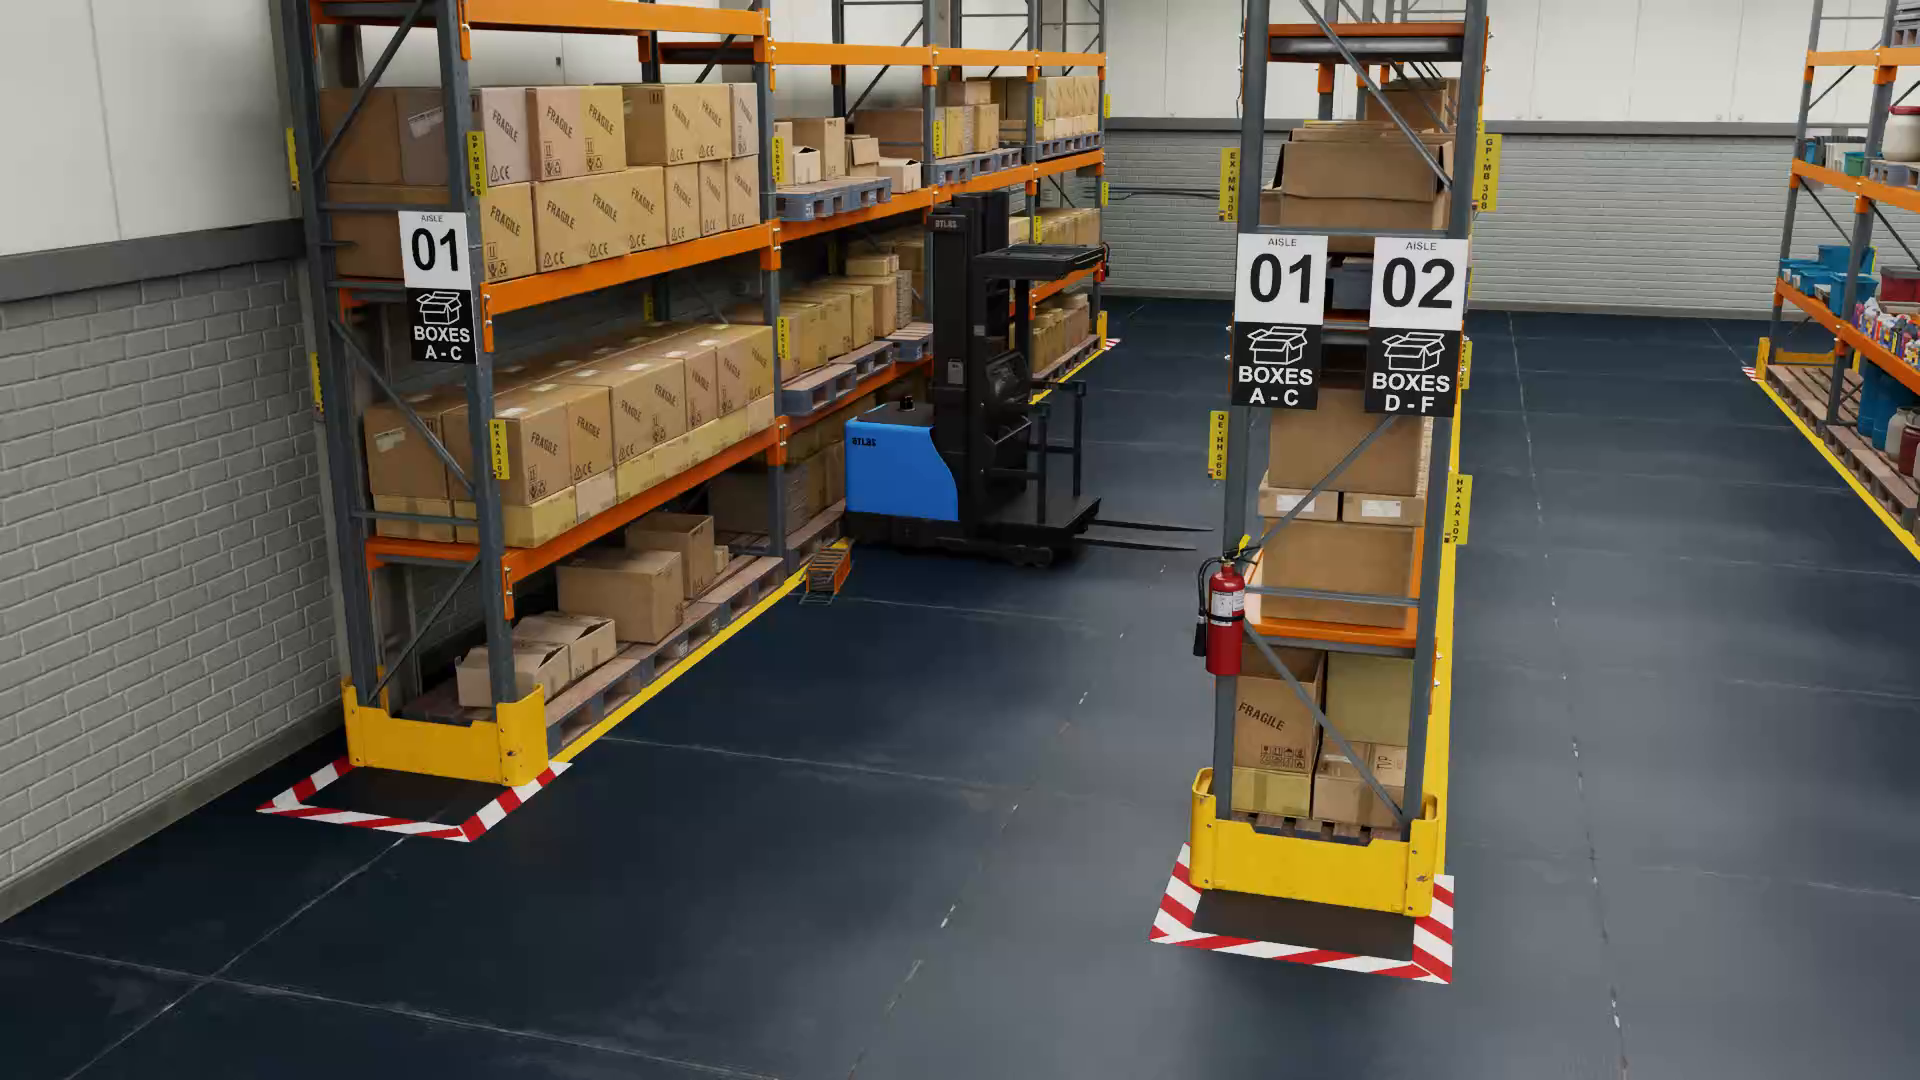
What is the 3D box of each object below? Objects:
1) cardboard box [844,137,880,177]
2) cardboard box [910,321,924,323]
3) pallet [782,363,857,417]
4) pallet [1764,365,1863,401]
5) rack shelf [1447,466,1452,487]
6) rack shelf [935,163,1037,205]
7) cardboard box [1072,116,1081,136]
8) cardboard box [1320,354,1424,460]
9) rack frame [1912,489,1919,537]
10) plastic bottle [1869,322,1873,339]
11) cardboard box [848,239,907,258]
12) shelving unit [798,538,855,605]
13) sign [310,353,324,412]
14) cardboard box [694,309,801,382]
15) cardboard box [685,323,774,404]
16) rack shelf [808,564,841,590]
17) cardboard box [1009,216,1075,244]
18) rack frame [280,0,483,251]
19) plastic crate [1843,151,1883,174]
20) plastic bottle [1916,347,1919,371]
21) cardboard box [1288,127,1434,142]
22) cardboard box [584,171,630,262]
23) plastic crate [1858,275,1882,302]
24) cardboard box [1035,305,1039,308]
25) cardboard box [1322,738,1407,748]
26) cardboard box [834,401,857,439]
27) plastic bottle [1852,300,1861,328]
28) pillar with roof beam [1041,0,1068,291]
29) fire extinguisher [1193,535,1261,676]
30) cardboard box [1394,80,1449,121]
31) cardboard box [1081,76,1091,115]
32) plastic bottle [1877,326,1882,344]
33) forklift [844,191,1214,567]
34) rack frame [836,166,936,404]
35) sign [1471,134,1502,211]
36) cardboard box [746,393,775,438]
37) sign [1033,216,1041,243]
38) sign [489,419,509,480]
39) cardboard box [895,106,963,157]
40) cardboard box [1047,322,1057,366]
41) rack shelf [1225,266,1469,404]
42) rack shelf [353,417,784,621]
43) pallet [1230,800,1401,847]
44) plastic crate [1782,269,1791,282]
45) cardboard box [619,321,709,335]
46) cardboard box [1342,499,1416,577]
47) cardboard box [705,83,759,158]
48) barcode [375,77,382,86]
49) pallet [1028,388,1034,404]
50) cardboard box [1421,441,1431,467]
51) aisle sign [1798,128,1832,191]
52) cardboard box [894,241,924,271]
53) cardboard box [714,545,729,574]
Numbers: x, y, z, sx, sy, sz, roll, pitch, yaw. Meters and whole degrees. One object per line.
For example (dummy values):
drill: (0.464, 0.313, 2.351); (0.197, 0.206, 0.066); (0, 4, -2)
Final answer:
cardboard box: (-1.190, -3.376, 15.012); (0.797, 0.503, 0.637); (7, 17, 24)
cardboard box: (-0.417, -2.163, 16.881); (0.380, 0.149, 0.250); (4, 16, 15)
pallet: (-1.513, -1.256, 13.611); (1.003, 0.211, 1.213); (5, 16, 16)
pallet: (10.767, -1.976, 20.910); (1.003, 0.211, 1.213); (5, 16, 16)
rack shelf: (3.449, -0.953, 13.511); (1.077, 0.370, 4.000); (5, 16, 16)
rack shelf: (-0.165, -3.826, 18.143); (1.077, 0.370, 4.000); (5, 16, 16)
cardboard box: (1.297, -5.435, 21.818); (0.500, 0.250, 0.500); (4, 16, 14)
cardboard box: (2.048, -0.675, 8.651); (0.700, 0.500, 0.500); (4, 16, 14)
rack frame: (8.766, -1.437, 13.900); (1.000, 3.000, 0.127); (5, 16, 16)
plastic bottle: (9.187, -2.122, 16.678); (0.097, 0.201, 0.097); (0, 16, 0)
cardboard box: (-0.853, -2.906, 16.939); (0.500, 0.250, 0.500); (5, 17, 17)
shelving unit: (-1.043, 0.240, 13.126); (0.258, 0.189, 1.200); (2, 16, 6)
sign: (-3.533, -0.870, 9.199); (0.100, 0.325, 0.005); (5, 16, 16)
cardboard box: (-1.692, -1.550, 13.306); (0.700, 0.500, 0.500); (5, 16, 16)
cardboard box: (-1.708, -1.310, 12.314); (0.500, 0.500, 0.500); (5, 16, 16)
rack shelf: (-1.059, 0.283, 12.968); (0.258, 0.180, 0.103); (2, 16, 6)
cardboard box: (0.984, -3.919, 22.099); (0.980, 0.700, 0.700); (4, 16, 13)
rack frame: (-3.006, -2.999, 8.411); (1.000, 3.000, 0.127); (5, 16, 16)
plastic crate: (9.855, -4.109, 18.130); (0.416, 0.233, 0.300); (5, 16, 16)
plastic bottle: (8.643, -1.655, 14.902); (0.097, 0.271, 0.097); (0, 16, 0)
cardboard box: (2.292, -2.117, 9.584); (0.797, 0.503, 0.637); (7, 17, 22)
cardboard box: (-2.341, -1.956, 10.010); (0.500, 0.500, 0.500); (5, 17, 18)
plastic crate: (10.513, -2.841, 18.956); (0.437, 0.282, 0.530); (5, 16, 16)
cardboard box: (0.850, -3.070, 22.277); (0.380, 0.149, 0.250); (4, 16, 15)
cardboard box: (2.248, 1.137, 9.093); (0.500, 0.250, 0.500); (5, 16, 16)
cardboard box: (-1.251, -1.104, 15.125); (0.500, 0.250, 0.500); (5, 16, 16)
plastic bottle: (9.389, -2.365, 17.384); (0.061, 0.283, 0.133); (5, 16, 16)
pillar with roof beam: (5.606, -7.625, 24.719); (9.100, 9.000, 0.400); (5, 16, 16)
fire extinguisher: (1.265, 0.303, 7.908); (0.296, 0.674, 0.183); (5, 16, 16)
cardboard box: (4.292, -4.042, 15.570); (0.500, 0.500, 0.500); (5, 16, 16)
cardboard box: (1.441, -5.938, 22.218); (0.500, 0.500, 0.500); (5, 17, 18)
plastic bottle: (9.083, -2.026, 16.341); (0.097, 0.201, 0.097); (0, 16, 0)
forklift: (0.585, -1.350, 13.717); (3.031, 2.935, 1.130); (6, 17, 20)
rack frame: (-0.733, -2.206, 16.609); (1.000, 3.000, 0.127); (5, 16, 16)
sign: (2.274, -1.587, 7.182); (0.100, 0.325, 0.005); (5, 16, 16)
cardboard box: (-1.714, -0.949, 12.417); (0.500, 0.250, 0.500); (5, 16, 16)
sign: (0.927, -3.732, 20.012); (0.100, 0.325, 0.005); (5, 16, 16)
sign: (-2.486, -0.487, 8.964); (0.100, 0.325, 0.005); (5, 16, 16)
cardboard box: (-0.380, -4.326, 17.599); (0.700, 0.500, 0.500); (6, 17, 19)
cardboard box: (0.860, -2.571, 21.707); (0.700, 0.500, 0.500); (4, 16, 15)
rack shelf: (2.312, -1.350, 9.413); (1.077, 0.370, 4.000); (5, 16, 16)
rack shelf: (-2.438, -0.290, 11.173); (1.077, 0.370, 4.000); (5, 16, 16)
pallet: (1.921, 1.409, 8.976); (1.003, 0.211, 1.213); (5, 16, 16)
plastic crate: (10.483, -3.316, 20.896); (0.250, 0.136, 0.298); (5, 16, 16)
cardboard box: (-2.204, -1.351, 12.458); (0.500, 0.500, 0.500); (4, 16, 15)
cardboard box: (2.034, -0.037, 8.778); (0.700, 0.500, 0.500); (5, 17, 17)
cardboard box: (-1.752, -2.989, 11.821); (0.500, 0.500, 0.500); (3, 16, 11)
barcode: (-3.284, -2.598, 9.380); (0.001, 0.075, 0.075); (5, 16, 16)
pallet: (0.257, -1.703, 19.947); (1.003, 0.211, 1.213); (5, 16, 16)
cardboard box: (2.354, -0.446, 9.033); (0.380, 0.149, 0.250); (4, 16, 14)
aisle sign: (10.775, -4.823, 21.072); (0.394, 0.787, 0.004); (5, 16, 16)
cardboard box: (-0.349, -2.874, 16.825); (0.500, 0.250, 0.500); (5, 17, 17)
cardboard box: (-1.993, 0.134, 12.744); (0.380, 0.166, 0.250); (2, 16, 9)
